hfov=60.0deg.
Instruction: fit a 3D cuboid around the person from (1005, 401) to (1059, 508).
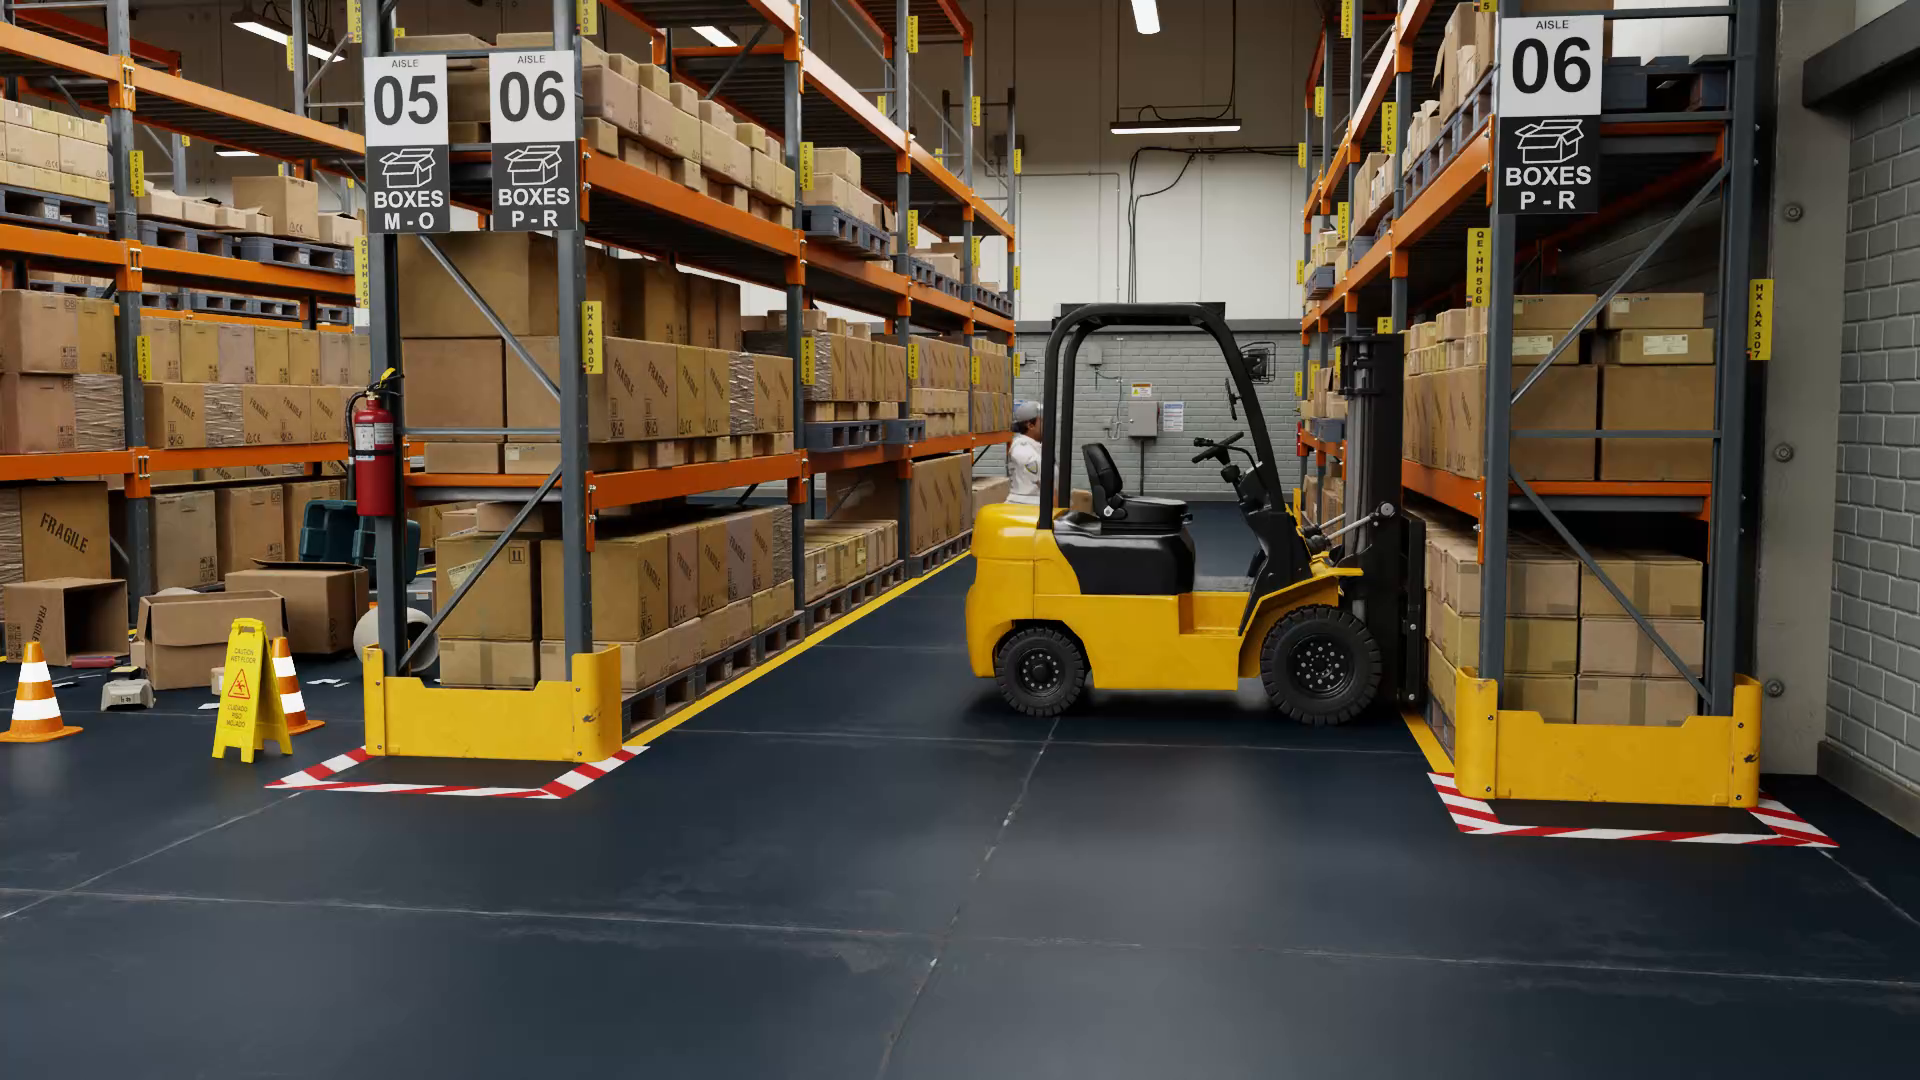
[{"bbox_3d":[0.527,-0.067,10.782,0.545,1.664,0.452,1,5,8],"label":"person"}]
